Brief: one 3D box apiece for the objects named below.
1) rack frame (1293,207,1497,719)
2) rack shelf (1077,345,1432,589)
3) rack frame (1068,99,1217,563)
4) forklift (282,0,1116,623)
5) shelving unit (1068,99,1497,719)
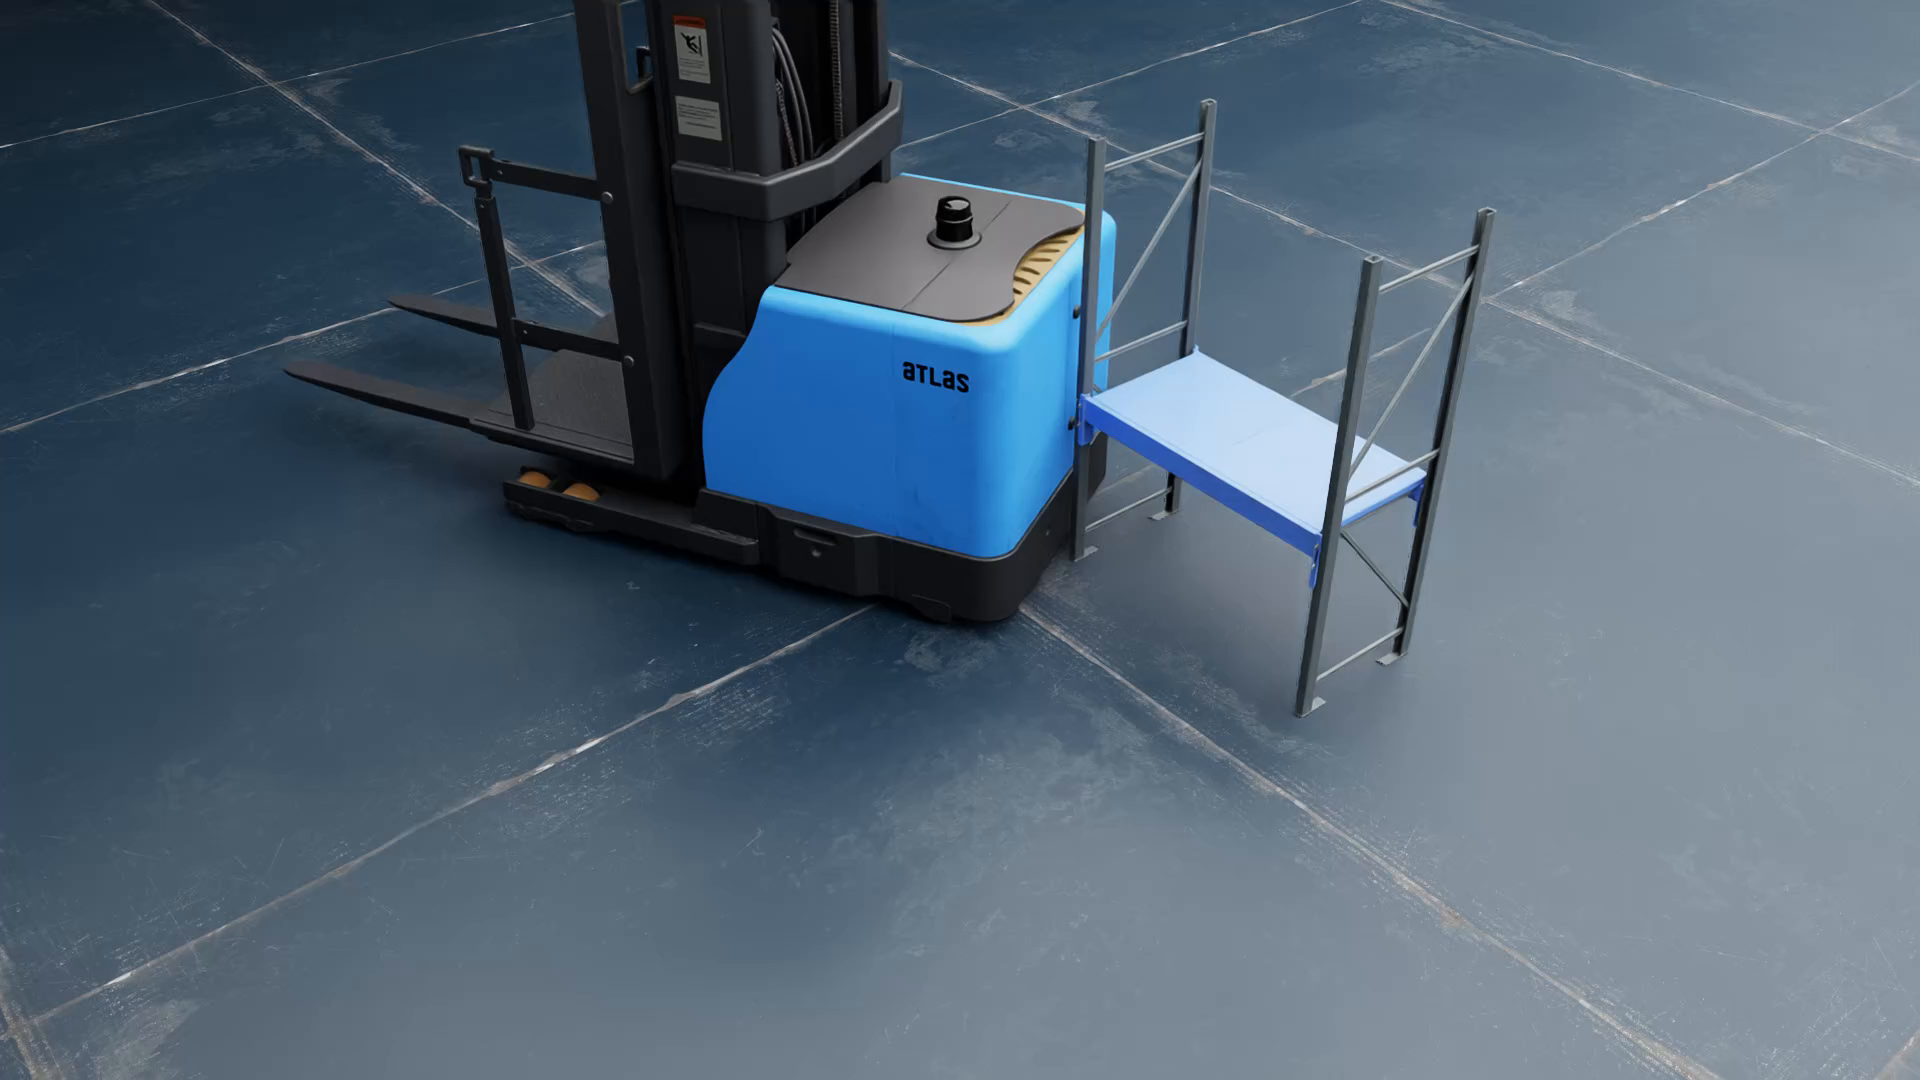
[{"bbox_3d":[1.210,-0.172,4.695,0.500,1.500,0.032,-25,42,-31],"label":"rack frame"},{"bbox_3d":[0.892,-0.254,5.123,0.538,0.185,1.000,-25,42,-31],"label":"rack shelf"},{"bbox_3d":[0.574,-0.630,5.342,0.500,1.500,0.032,-25,42,-31],"label":"rack frame"},{"bbox_3d":[-1.041,-1.487,5.314,3.031,2.935,1.130,14,38,19],"label":"forklift"},{"bbox_3d":[0.892,-0.401,5.019,0.538,1.500,1.048,-25,42,-31],"label":"shelving unit"}]
